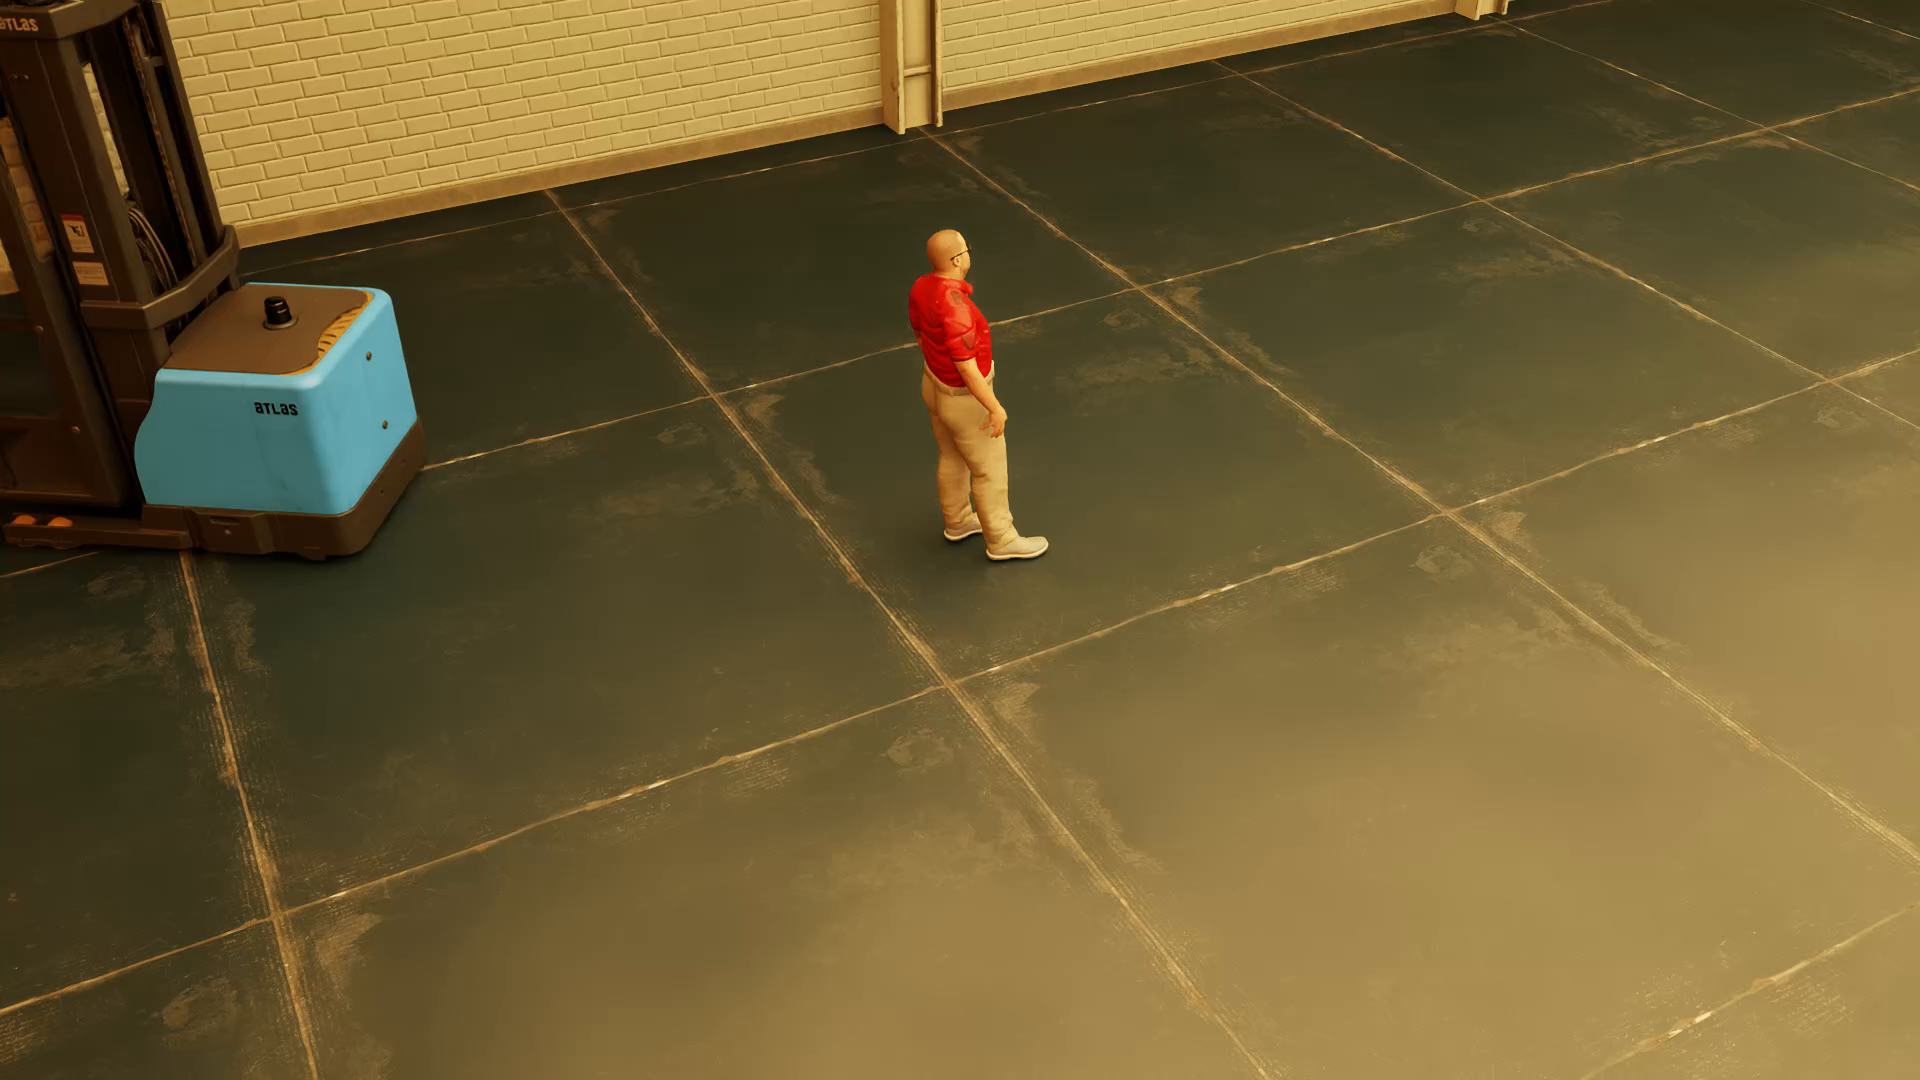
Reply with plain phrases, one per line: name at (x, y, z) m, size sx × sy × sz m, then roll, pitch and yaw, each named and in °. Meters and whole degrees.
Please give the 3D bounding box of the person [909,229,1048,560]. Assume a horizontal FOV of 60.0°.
person at (0.085, -0.730, 8.185) m, size 0.551 × 1.728 × 0.640 m, roll -17°, pitch 39°, yaw -23°

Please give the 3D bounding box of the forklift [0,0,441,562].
forklift at (-4.420, -1.441, 8.161) m, size 3.031 × 2.935 × 1.130 m, roll 3°, pitch 35°, yaw 5°
